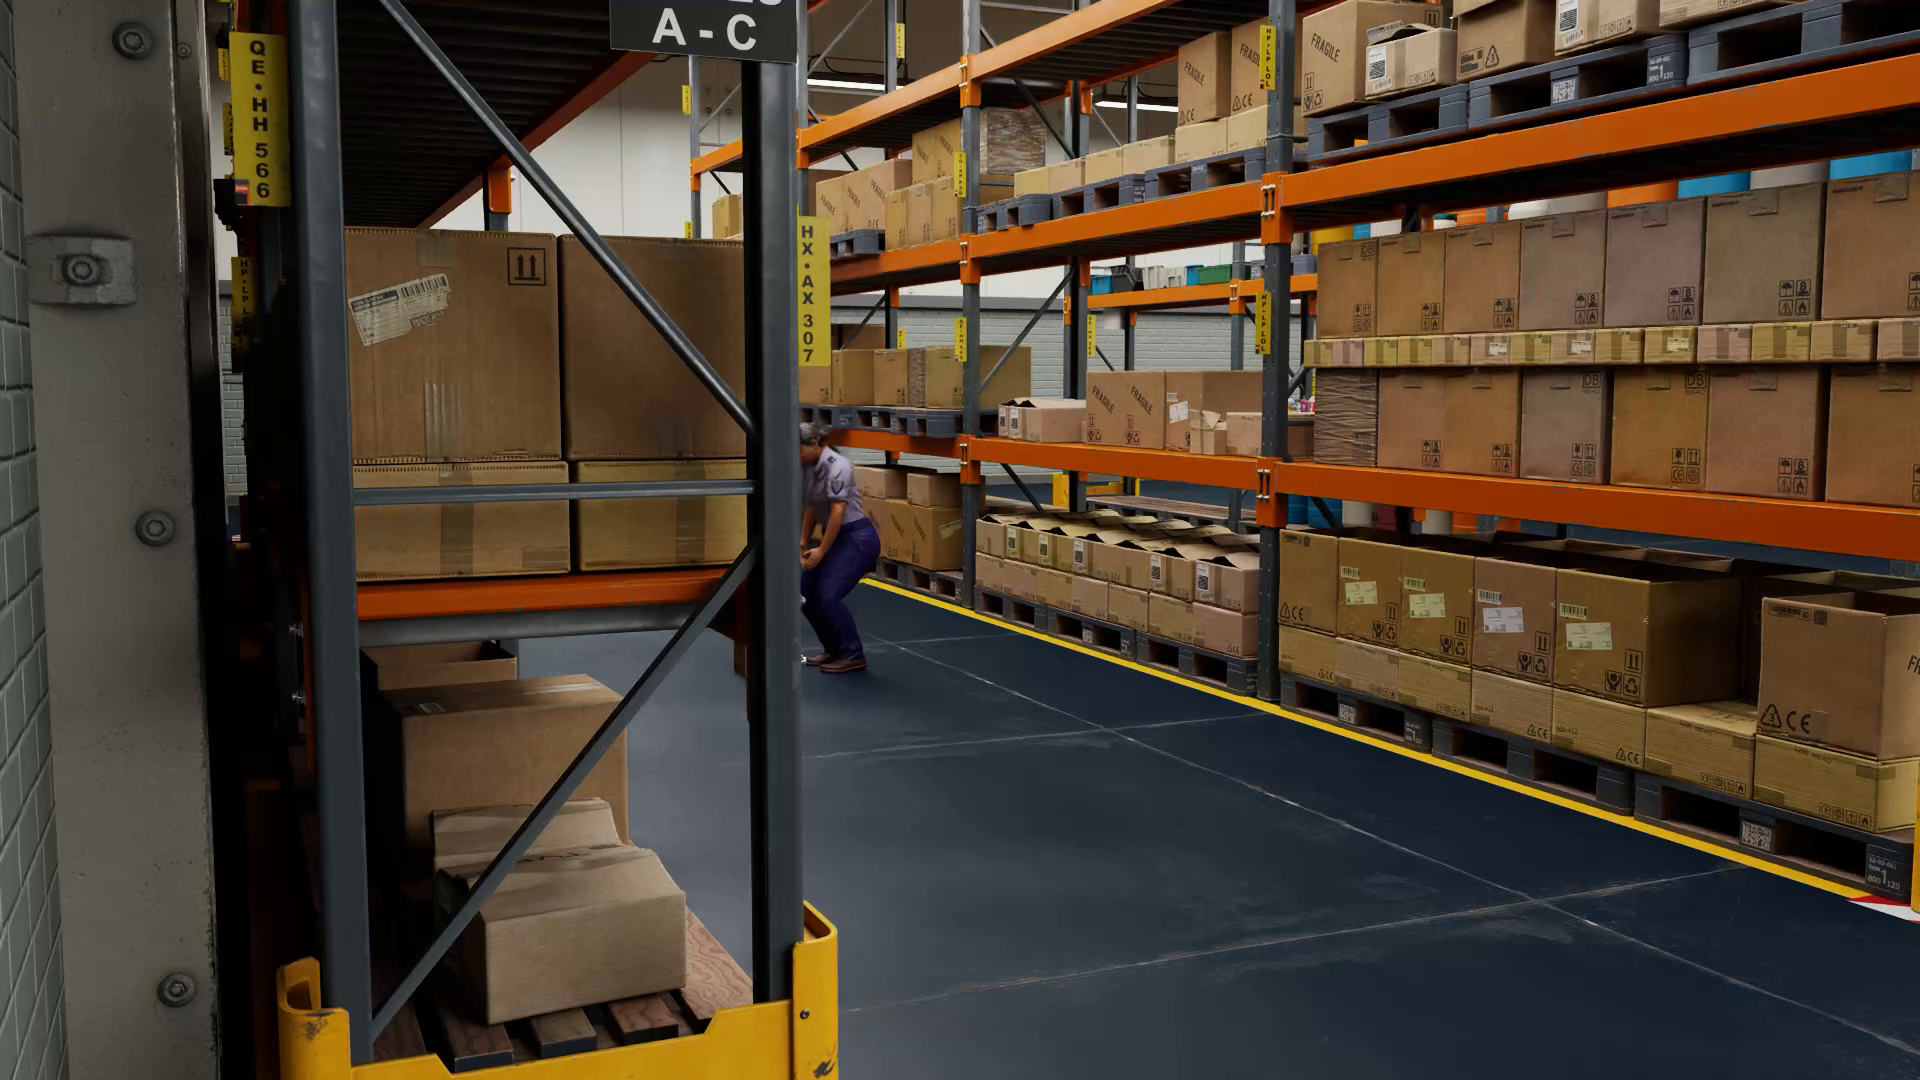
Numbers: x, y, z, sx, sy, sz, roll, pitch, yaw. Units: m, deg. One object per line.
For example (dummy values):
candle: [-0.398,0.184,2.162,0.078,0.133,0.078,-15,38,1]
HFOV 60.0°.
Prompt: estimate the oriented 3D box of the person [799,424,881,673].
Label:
person: [-0.756,0.044,10.017,0.552,1.490,0.525,-2,6,-23]
